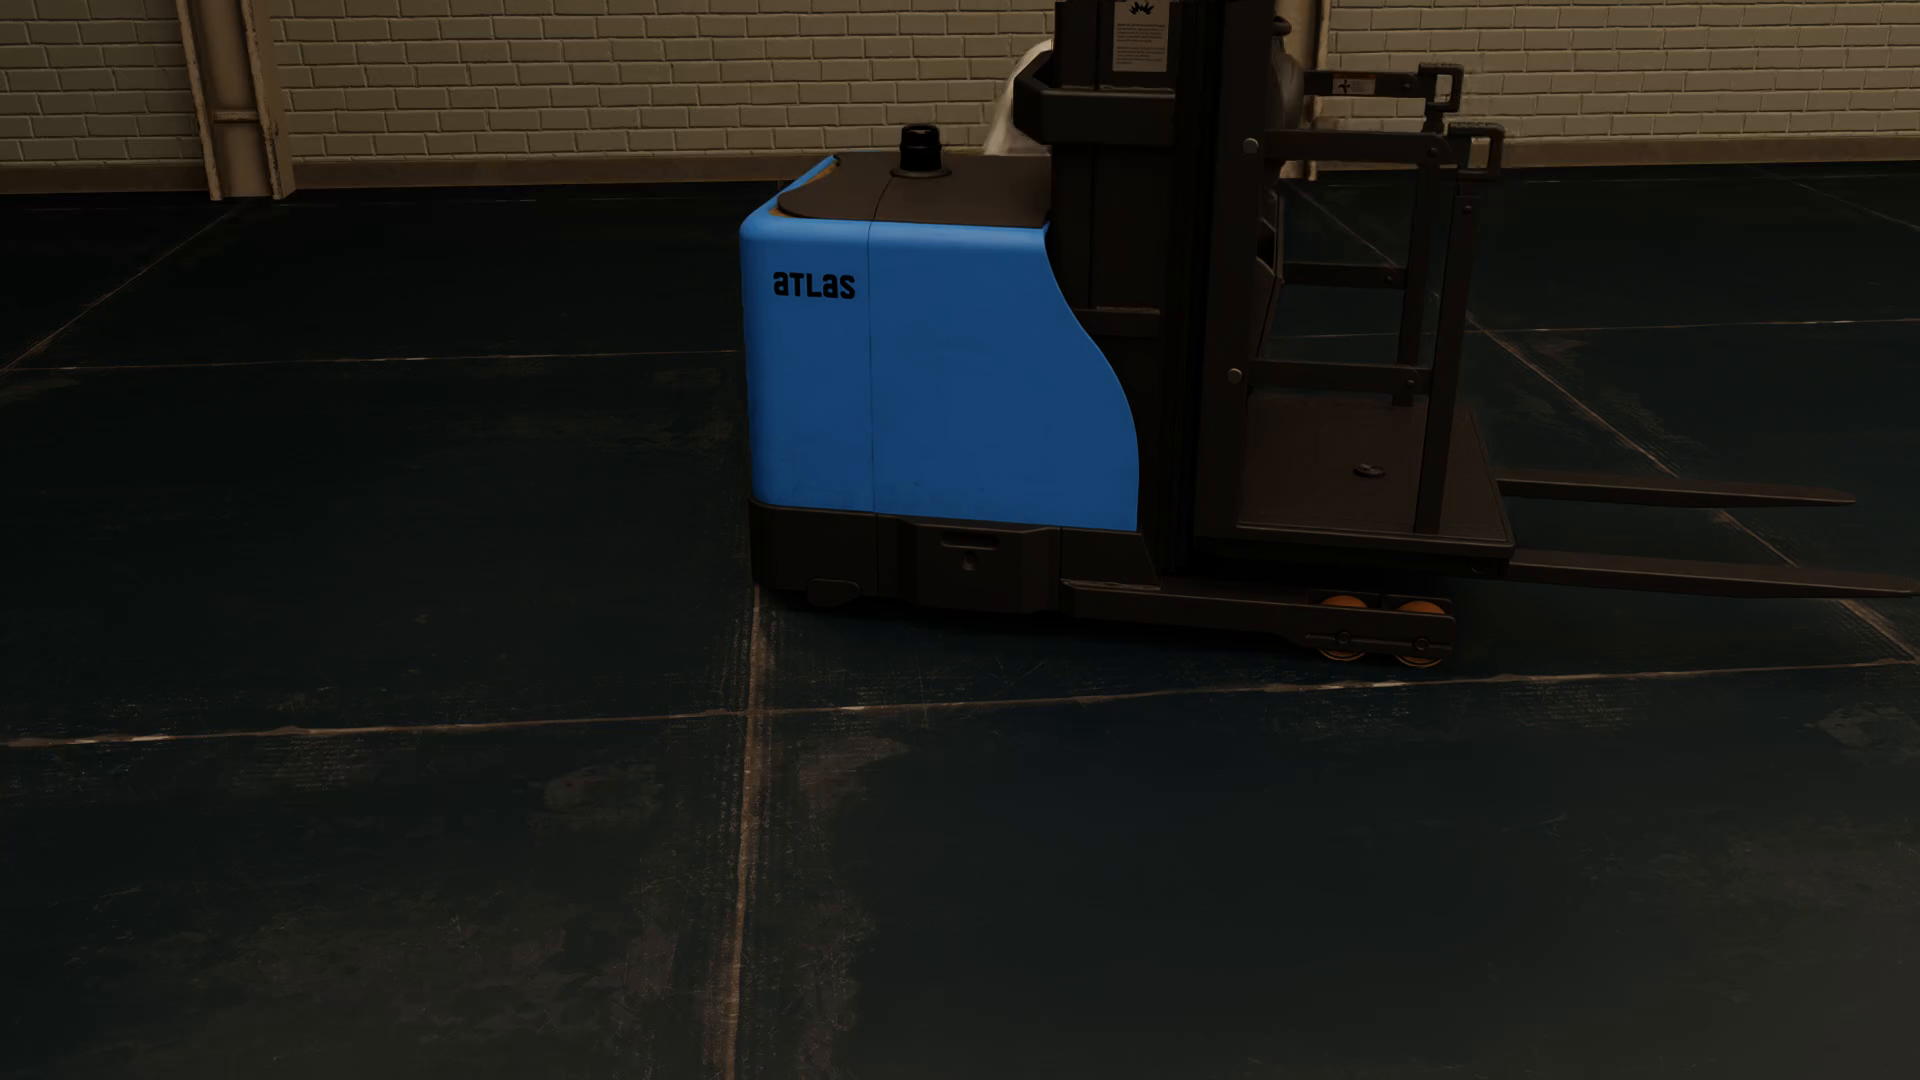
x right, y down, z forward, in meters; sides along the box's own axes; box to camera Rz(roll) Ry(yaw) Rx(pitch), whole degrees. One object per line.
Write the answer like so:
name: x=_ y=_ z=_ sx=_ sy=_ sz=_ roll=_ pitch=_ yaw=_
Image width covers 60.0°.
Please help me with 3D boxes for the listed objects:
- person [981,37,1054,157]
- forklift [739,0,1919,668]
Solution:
person: x=0.452 y=-1.122 z=5.661 sx=0.874 sy=1.480 sz=1.463 roll=1 pitch=24 yaw=2
forklift: x=0.991 y=-1.247 z=4.194 sx=3.031 sy=2.935 sz=1.130 roll=4 pitch=24 yaw=10
